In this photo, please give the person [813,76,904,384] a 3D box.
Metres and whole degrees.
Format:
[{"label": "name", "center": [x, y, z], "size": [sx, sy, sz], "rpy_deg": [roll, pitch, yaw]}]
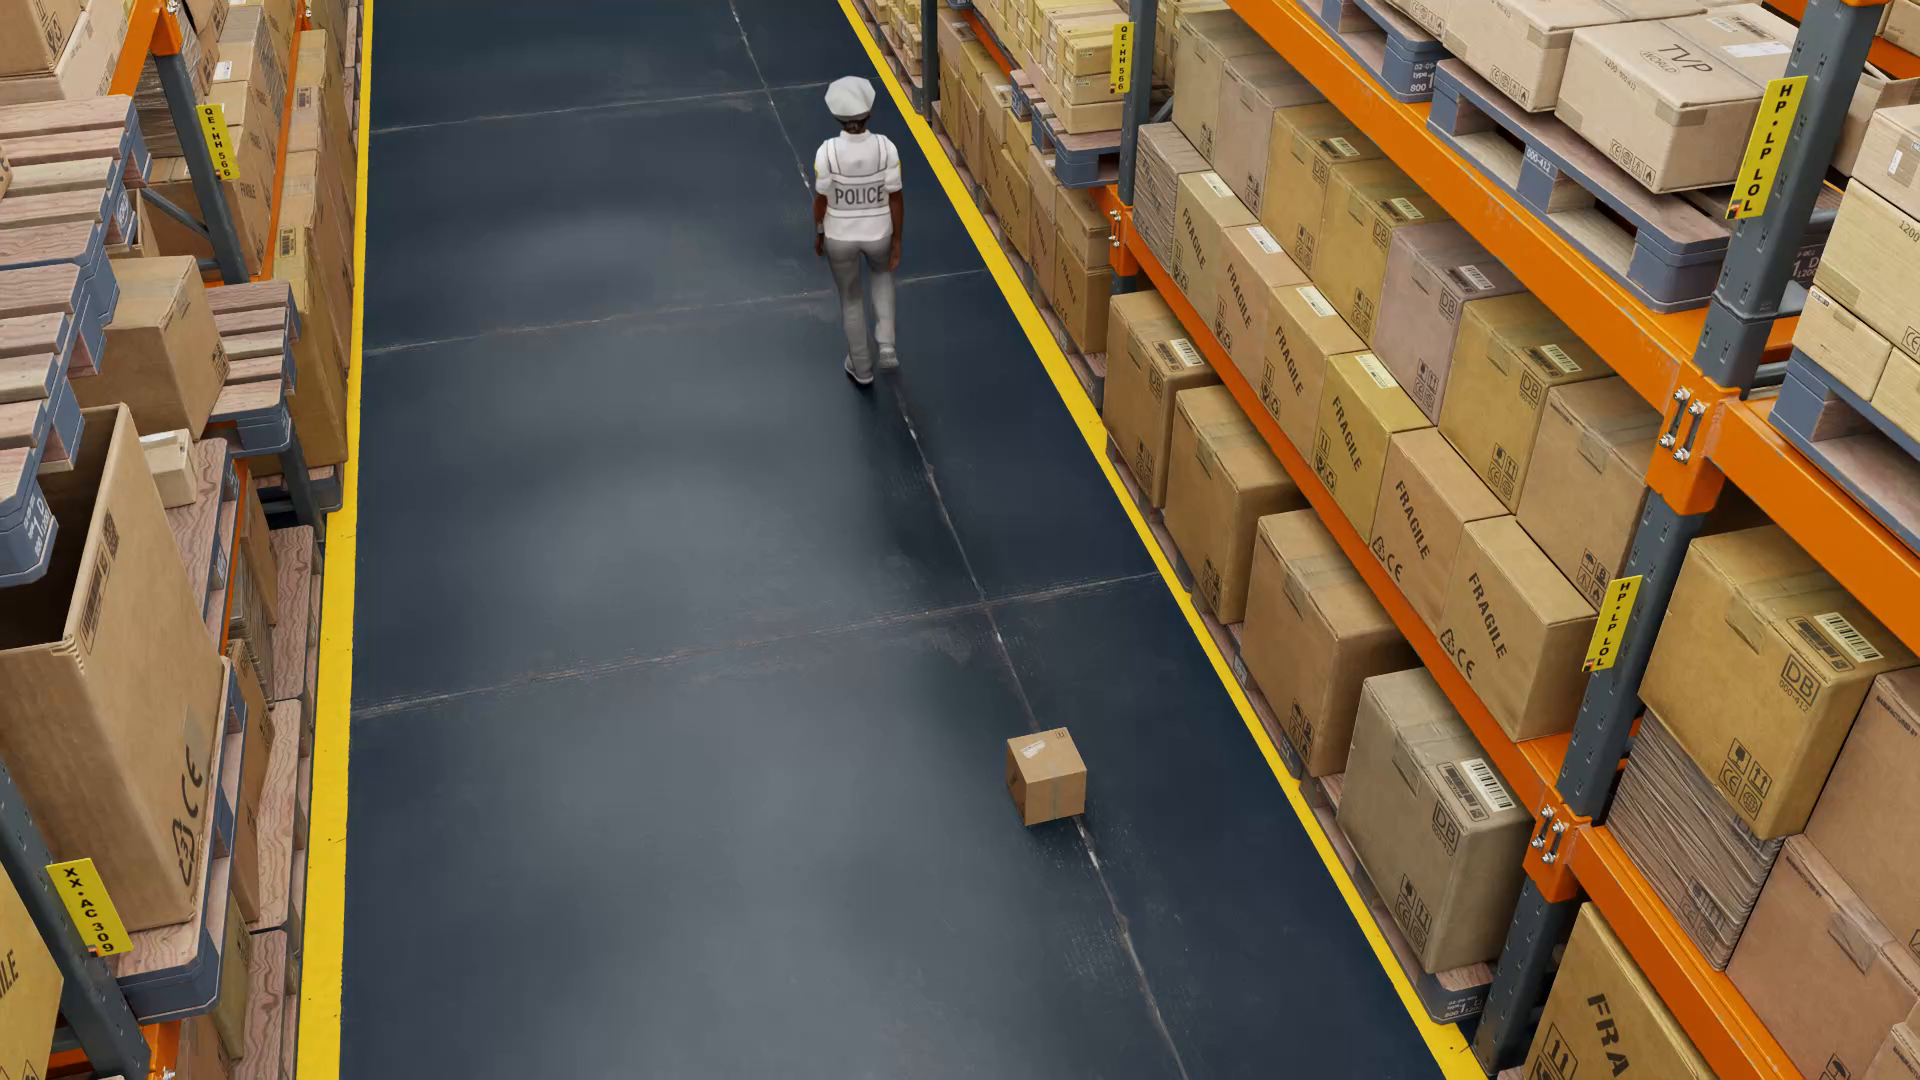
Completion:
[{"label": "person", "center": [-0.536, -1.612, 8.703], "size": [0.454, 1.706, 0.431], "rpy_deg": [-8, 39, -10]}]
